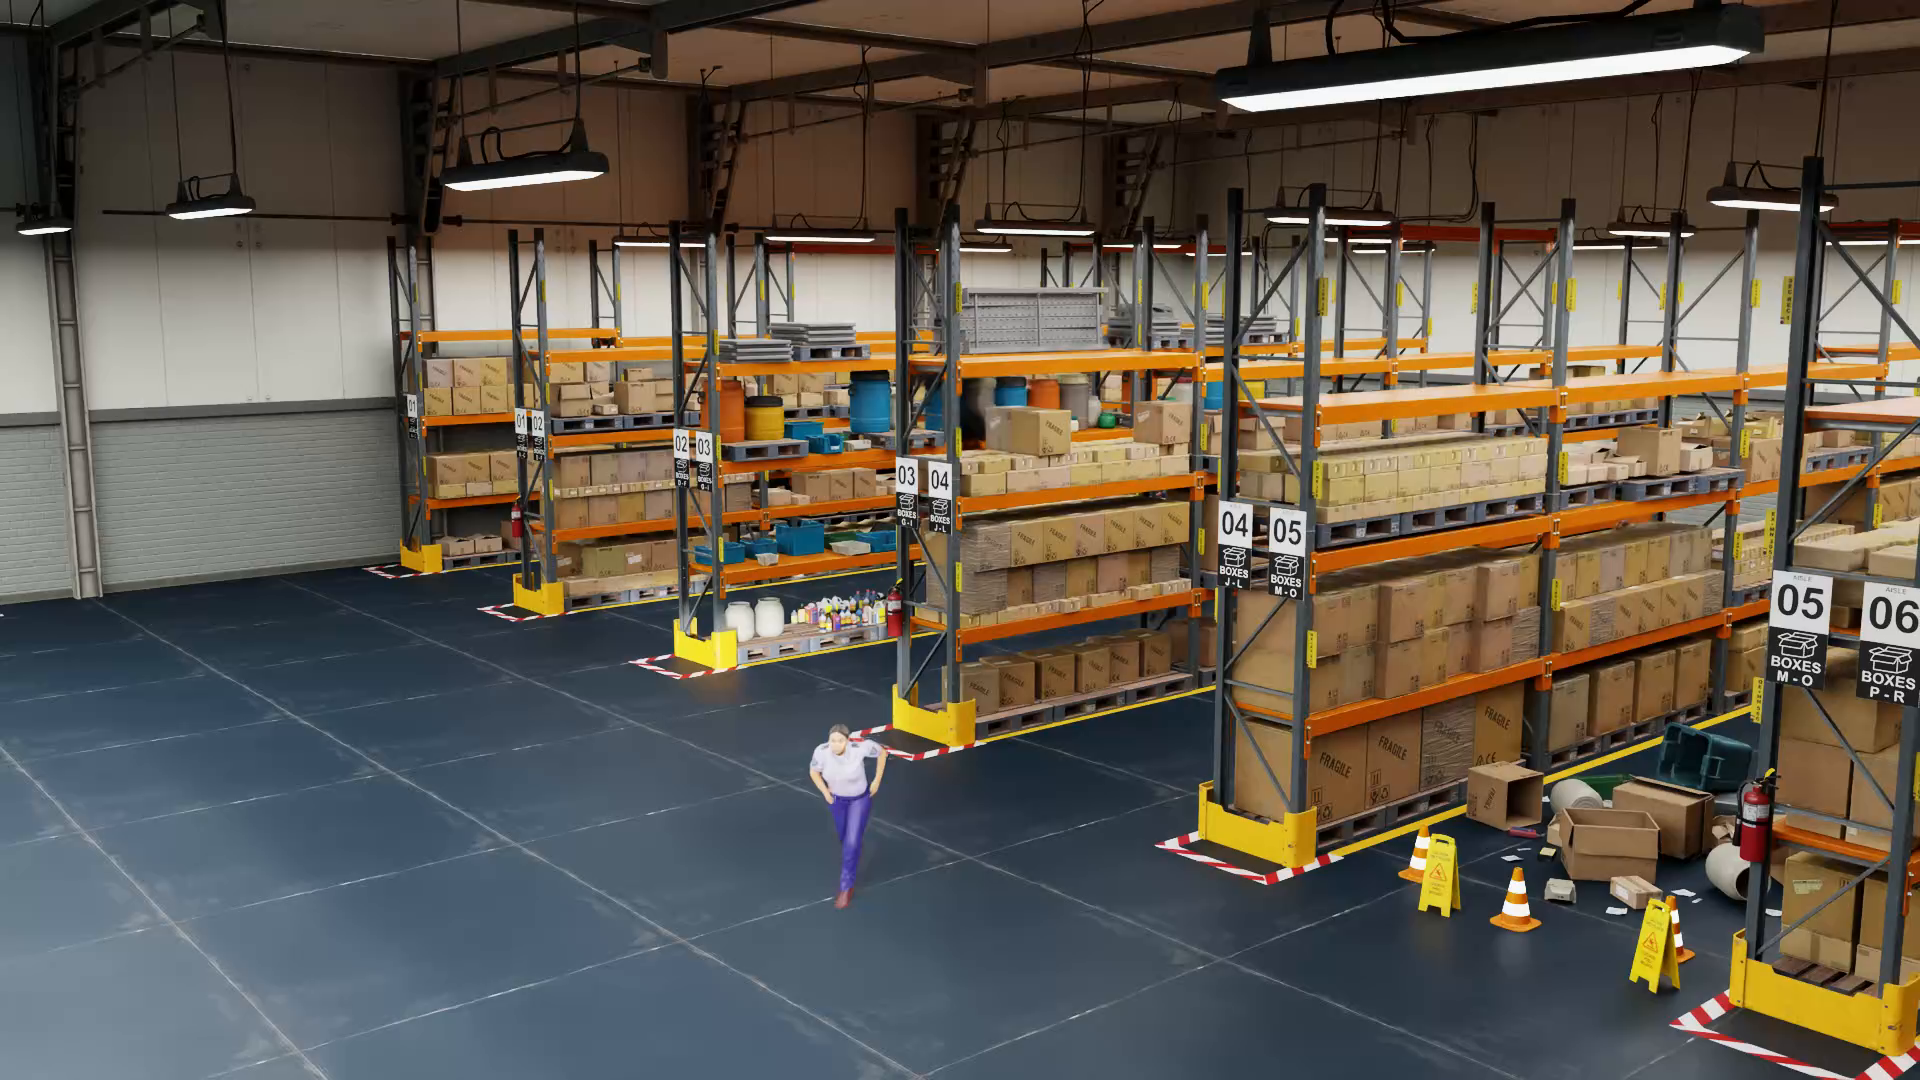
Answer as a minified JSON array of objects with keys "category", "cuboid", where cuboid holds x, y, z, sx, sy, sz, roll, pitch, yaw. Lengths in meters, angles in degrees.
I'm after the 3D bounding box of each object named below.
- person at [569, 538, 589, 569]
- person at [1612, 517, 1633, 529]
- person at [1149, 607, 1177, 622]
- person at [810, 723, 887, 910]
[{"category":"person","cuboid":[-6.704,-0.208,29.521,0.661,1.731,0.585,7,11,38]},{"category":"person","cuboid":[10.314,0.363,25.701,0.913,1.767,0.682,-7,11,-39]},{"category":"person","cuboid":[2.833,0.398,24.080,0.825,1.625,0.564,-7,11,-39]},{"category":"person","cuboid":[-0.933,2.257,14.213,0.648,1.612,0.963,1,9,6]}]
